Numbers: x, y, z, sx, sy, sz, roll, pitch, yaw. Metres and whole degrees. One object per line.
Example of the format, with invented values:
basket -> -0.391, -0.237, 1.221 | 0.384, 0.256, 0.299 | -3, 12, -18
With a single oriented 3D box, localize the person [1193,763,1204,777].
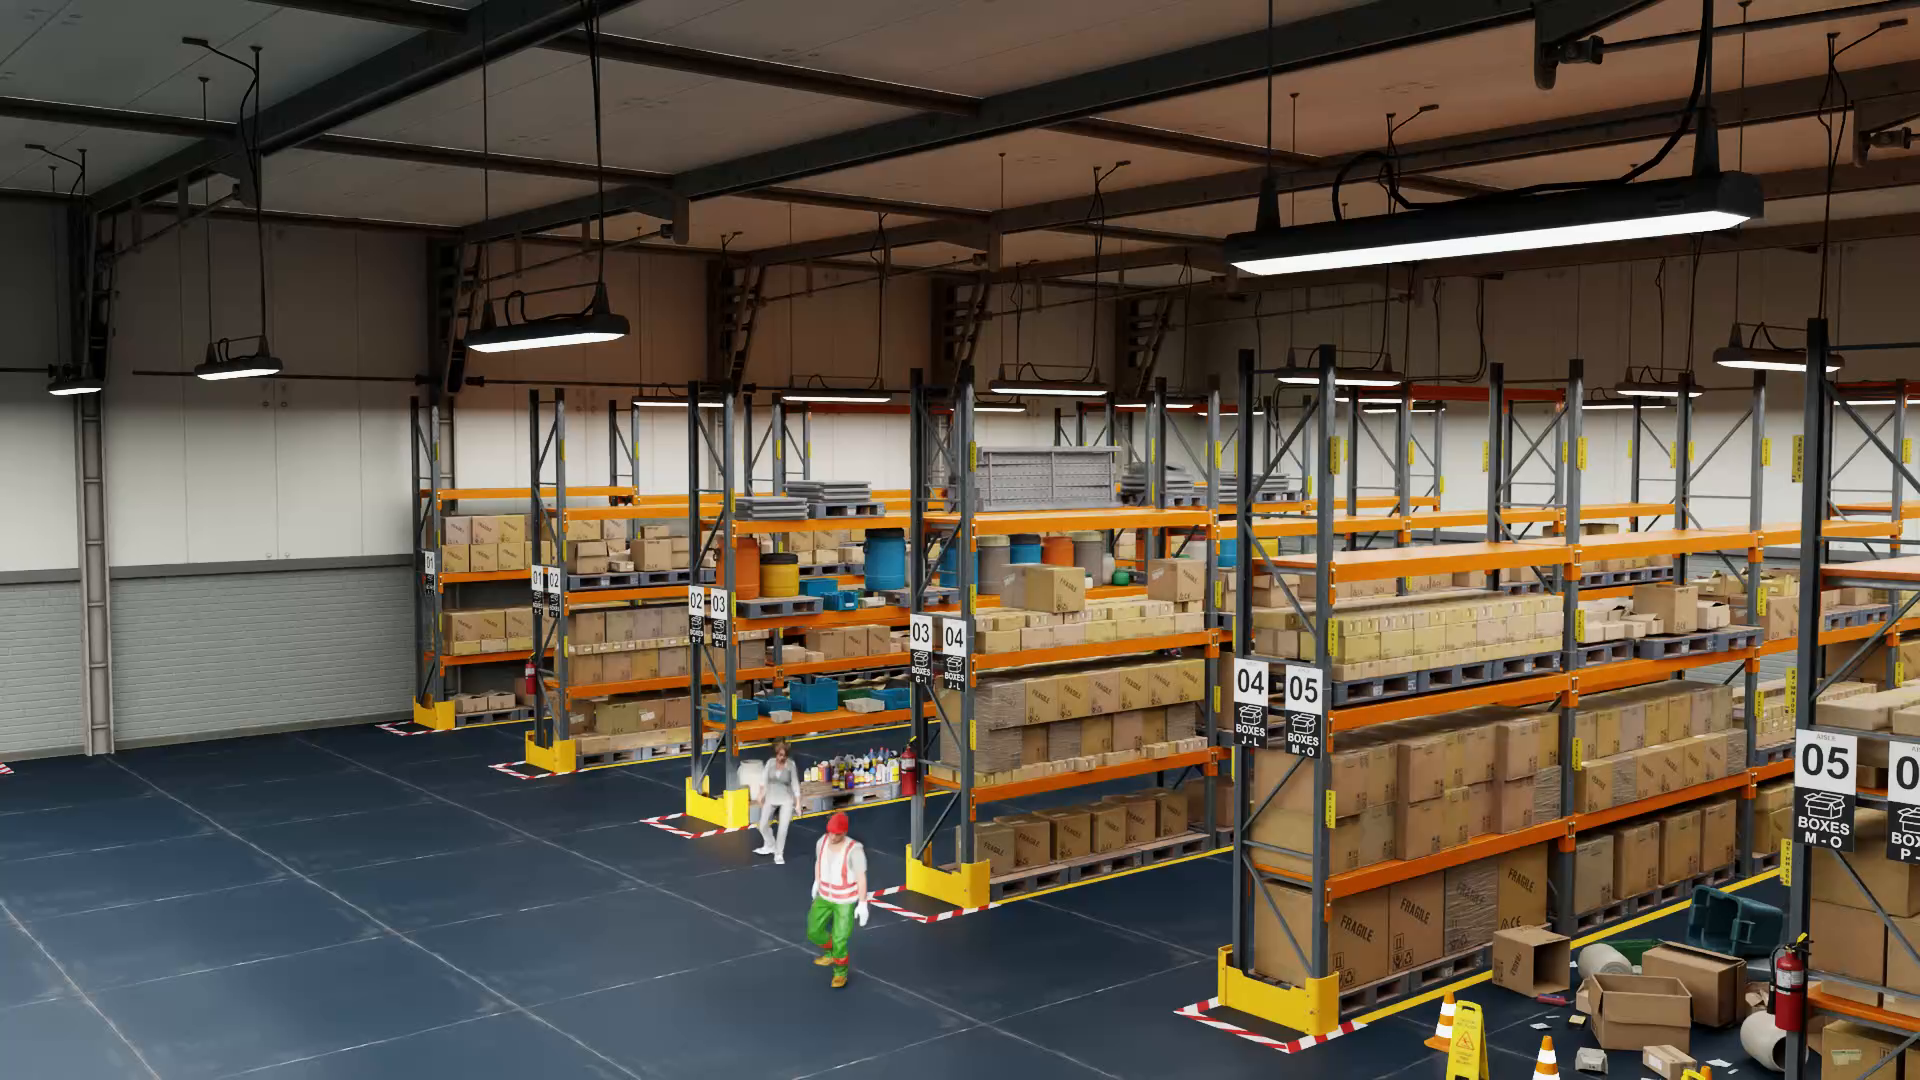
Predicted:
person -> 3.603, 2.905, 24.595 | 0.452, 1.672, 0.610 | -1, 3, -14

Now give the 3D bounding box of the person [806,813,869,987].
person -> -1.145, 3.373, 15.728 | 0.818, 1.701, 0.696 | 2, 4, 29

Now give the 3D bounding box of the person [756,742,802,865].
person -> -2.227, 3.199, 20.367 | 0.671, 1.528, 0.588 | 1, 3, 9
